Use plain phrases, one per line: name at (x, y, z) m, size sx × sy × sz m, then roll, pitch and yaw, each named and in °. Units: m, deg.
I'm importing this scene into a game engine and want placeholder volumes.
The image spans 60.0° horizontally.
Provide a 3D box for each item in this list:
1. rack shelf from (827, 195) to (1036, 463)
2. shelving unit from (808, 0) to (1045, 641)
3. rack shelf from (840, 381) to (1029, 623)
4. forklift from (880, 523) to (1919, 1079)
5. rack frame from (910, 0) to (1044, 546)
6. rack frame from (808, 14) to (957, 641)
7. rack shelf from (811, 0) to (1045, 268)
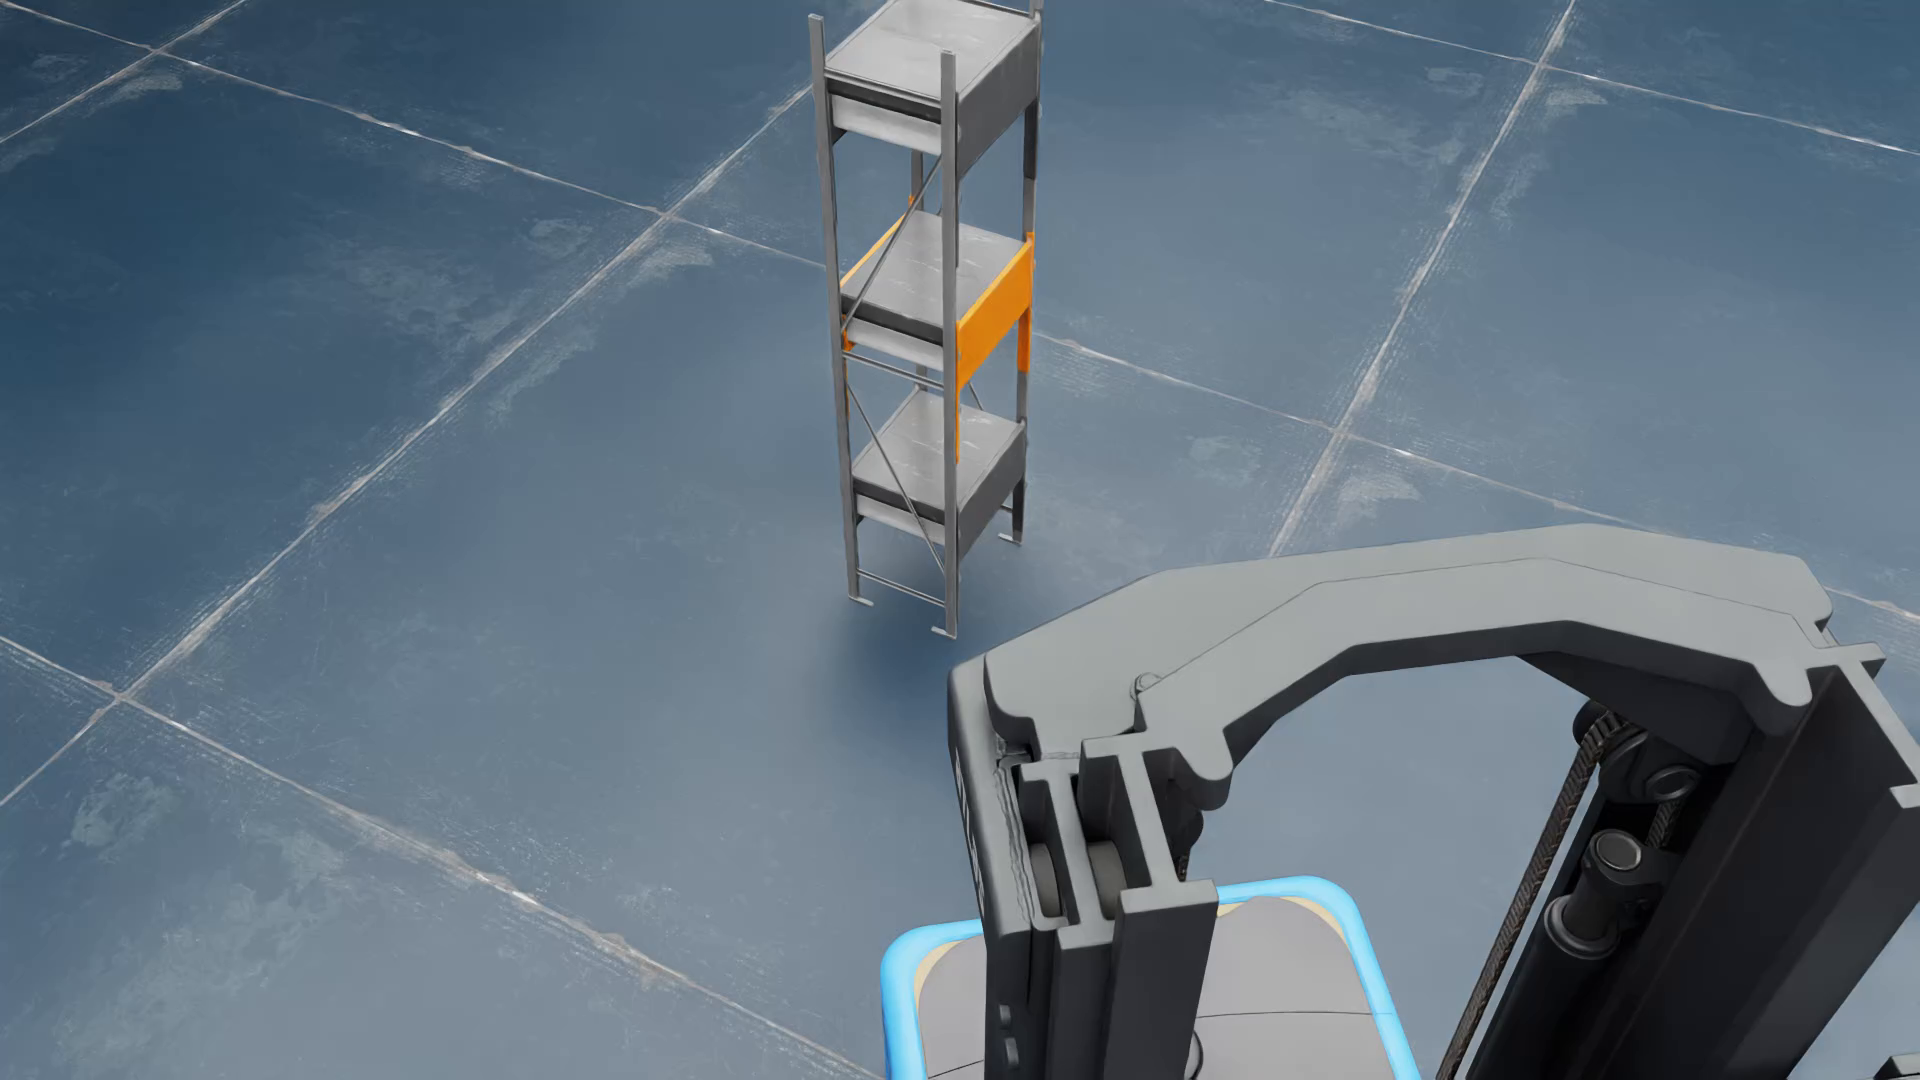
rack shelf at (-0.077, -0.624, 4.910) m, size 0.431 × 0.518 × 0.480 m, roll 20°, pitch 49°, yaw 19°
shelving unit at (-0.077, -0.634, 4.900) m, size 0.431 × 2.100 × 0.503 m, roll 20°, pitch 49°, yaw 19°
rack shelf at (-0.077, -0.132, 5.408) m, size 0.431 × 0.518 × 0.480 m, roll 20°, pitch 49°, yaw 19°
forklift at (0.553, 1.522, 2.185) m, size 1.130 × 2.935 × 3.031 m, roll -6°, pitch 46°, yaw -6°
rack frame at (0.036, -0.788, 5.052) m, size 0.400 × 2.100 × 0.015 m, roll 20°, pitch 49°, yaw 19°
rack frame at (-0.190, -0.480, 4.748) m, size 0.400 × 2.100 × 0.015 m, roll 20°, pitch 49°, yaw 19°
rack shelf at (-0.077, -1.116, 4.412) m, size 0.431 × 0.518 × 0.480 m, roll 20°, pitch 49°, yaw 19°
